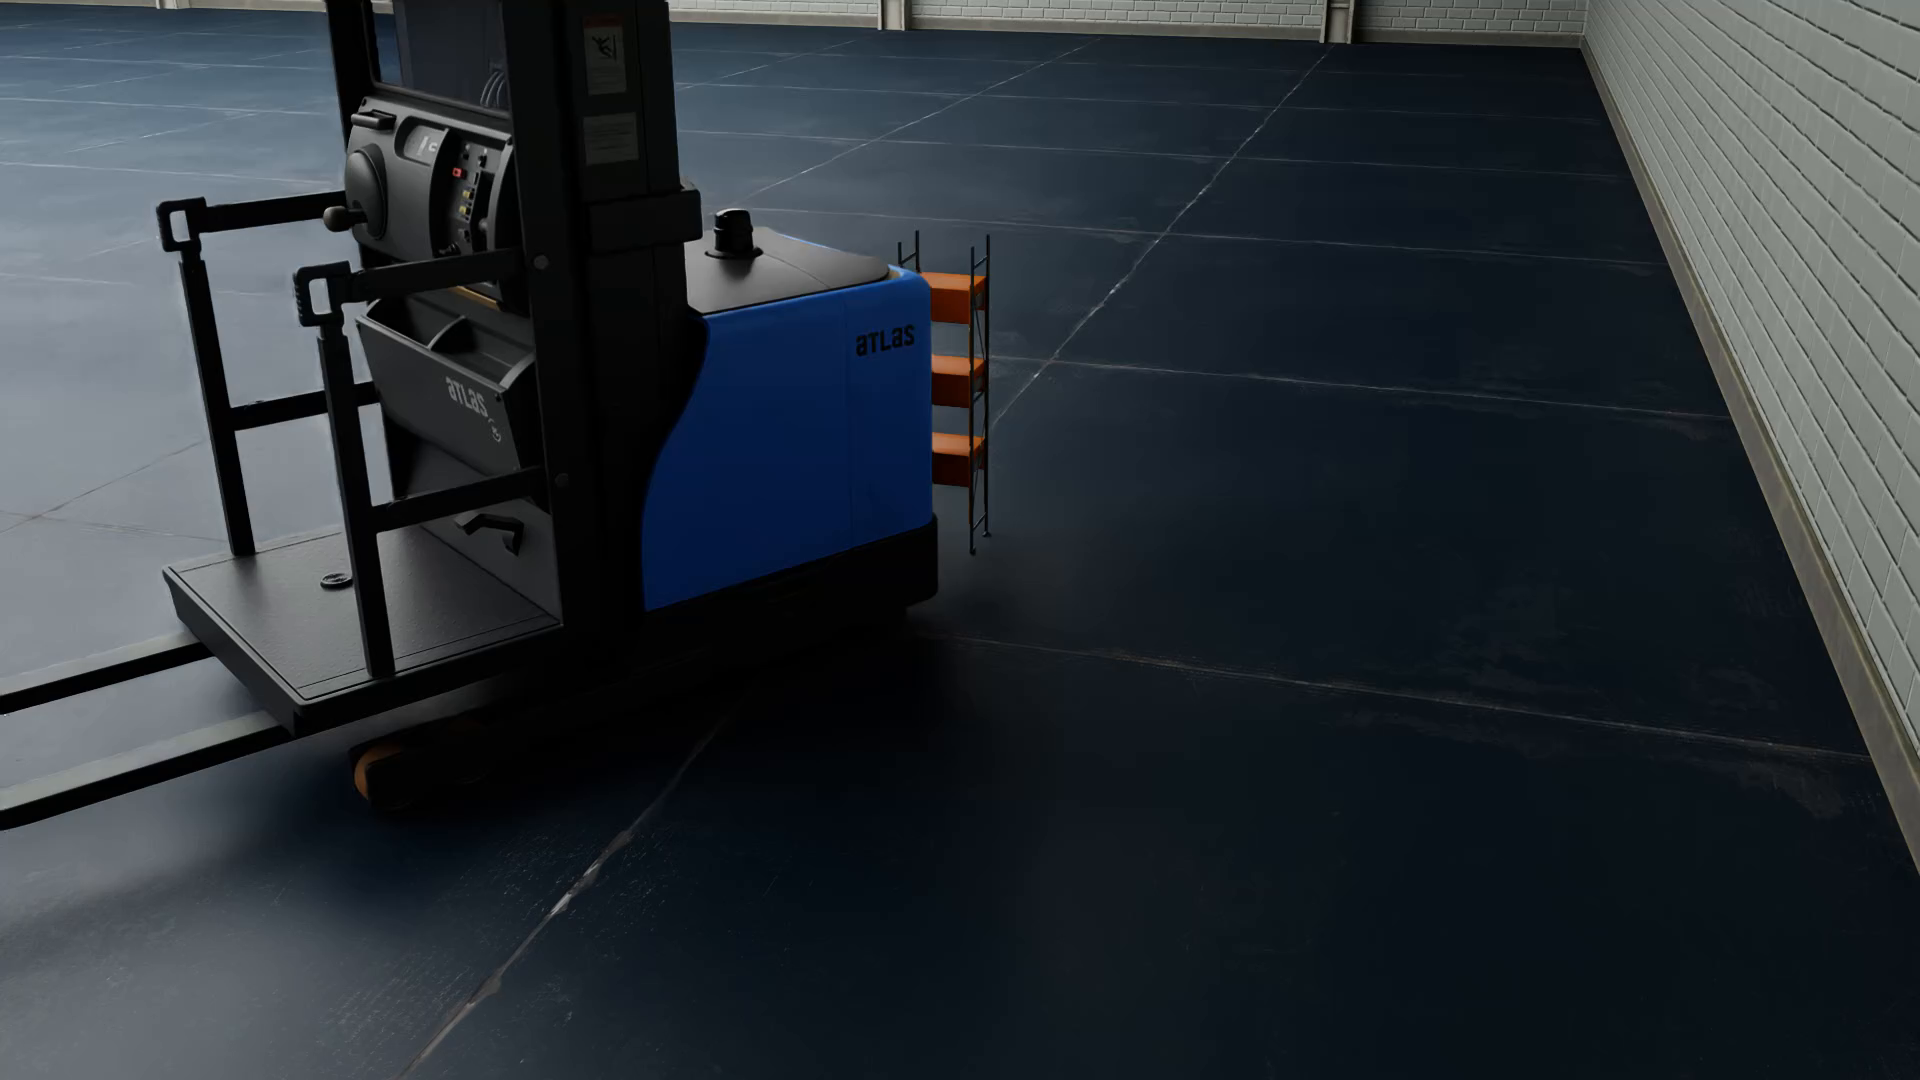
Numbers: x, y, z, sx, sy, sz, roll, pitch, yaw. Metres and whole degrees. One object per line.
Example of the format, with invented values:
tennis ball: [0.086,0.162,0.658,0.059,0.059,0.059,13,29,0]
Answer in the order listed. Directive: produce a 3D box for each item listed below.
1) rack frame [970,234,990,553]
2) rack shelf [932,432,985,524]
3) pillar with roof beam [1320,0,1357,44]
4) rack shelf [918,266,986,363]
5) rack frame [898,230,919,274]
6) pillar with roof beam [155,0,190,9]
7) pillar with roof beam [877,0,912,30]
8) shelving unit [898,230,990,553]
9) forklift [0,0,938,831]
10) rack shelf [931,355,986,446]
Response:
rack frame: [0.066,-0.478,5.552,0.008,1.050,0.200,7,23,15]
rack shelf: [-0.051,-0.225,5.695,0.240,0.259,0.215,7,23,15]
pillar with roof beam: [3.600,-9.008,15.873,0.400,9.000,9.100,7,23,16]
rack shelf: [-0.051,-0.744,5.481,0.240,0.259,0.215,7,23,15]
rack frame: [-0.168,-0.505,5.618,0.008,1.050,0.200,7,23,15]
pillar with roof beam: [-13.632,-10.981,20.684,0.400,9.000,9.100,7,23,16]
pillar with roof beam: [-2.144,-9.666,17.477,0.400,9.000,9.100,7,23,16]
shelving unit: [-0.051,-0.492,5.585,0.252,1.050,0.215,7,23,15]
forklift: [-1.522,-0.910,4.126,3.031,2.935,1.130,-18,28,-37]
rack shelf: [-0.051,-0.482,5.589,0.240,0.259,0.215,7,23,15]
